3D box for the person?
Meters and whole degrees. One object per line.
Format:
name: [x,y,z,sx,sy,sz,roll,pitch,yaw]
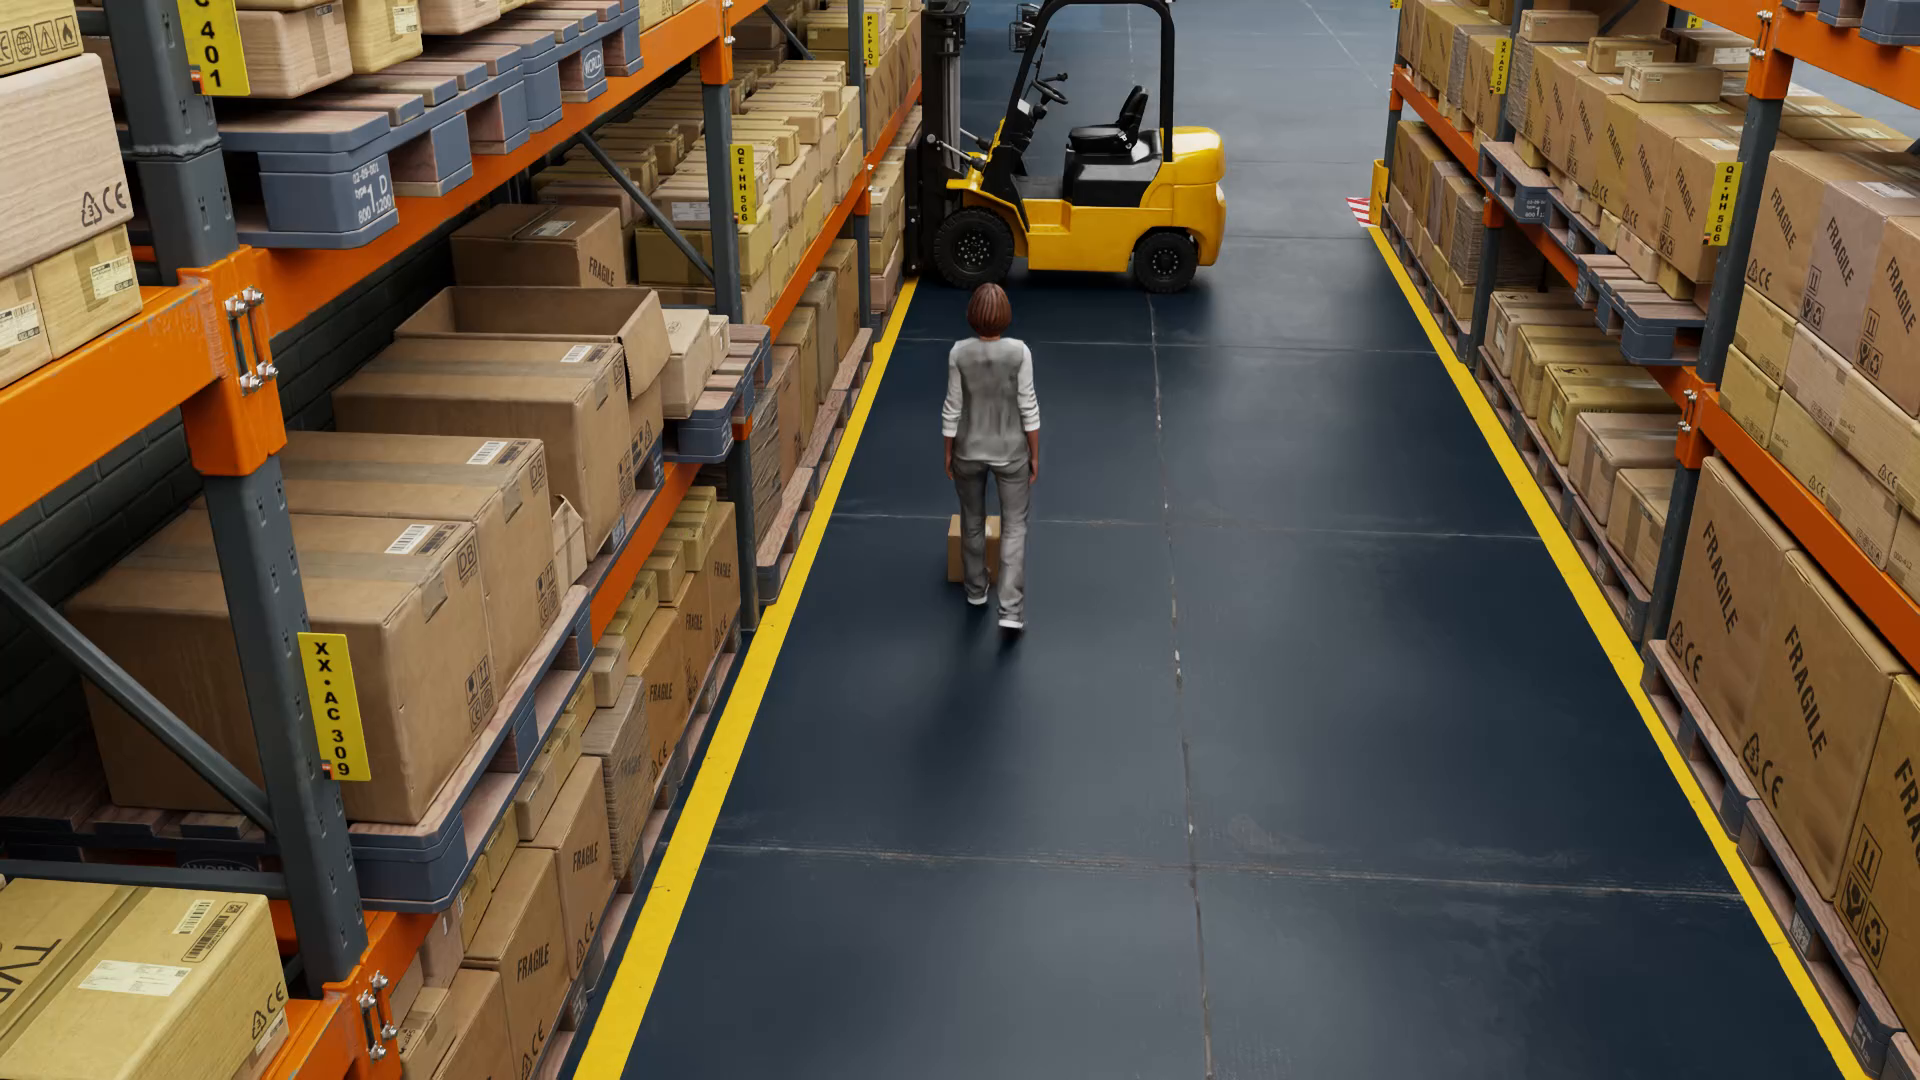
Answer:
person: [0.139,-0.384,7.425,0.433,1.592,0.639,2,25,5]
